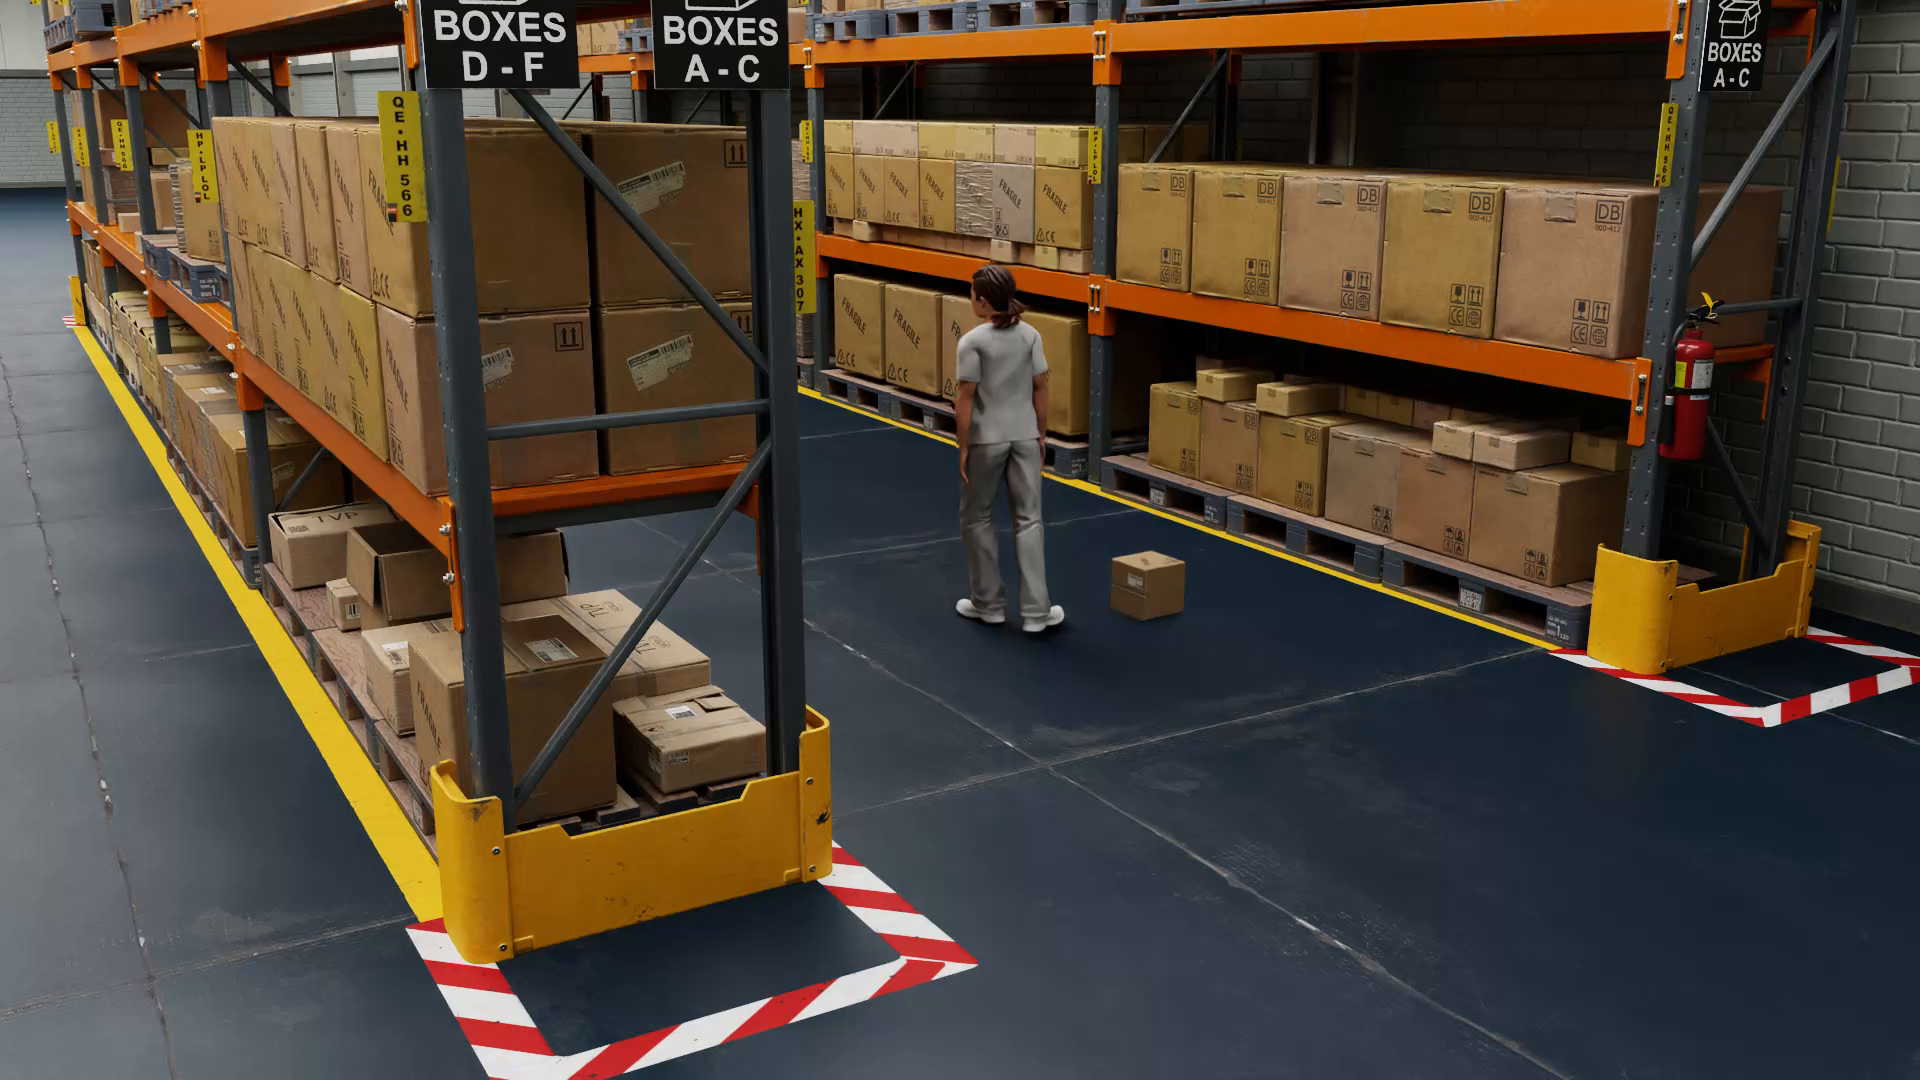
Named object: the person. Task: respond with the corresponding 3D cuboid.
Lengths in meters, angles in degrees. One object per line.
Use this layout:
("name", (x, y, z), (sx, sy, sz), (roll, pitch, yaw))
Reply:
("person", (0.217, -0.410, 7.575), (0.500, 1.664, 0.558), (-5, 16, -18))
